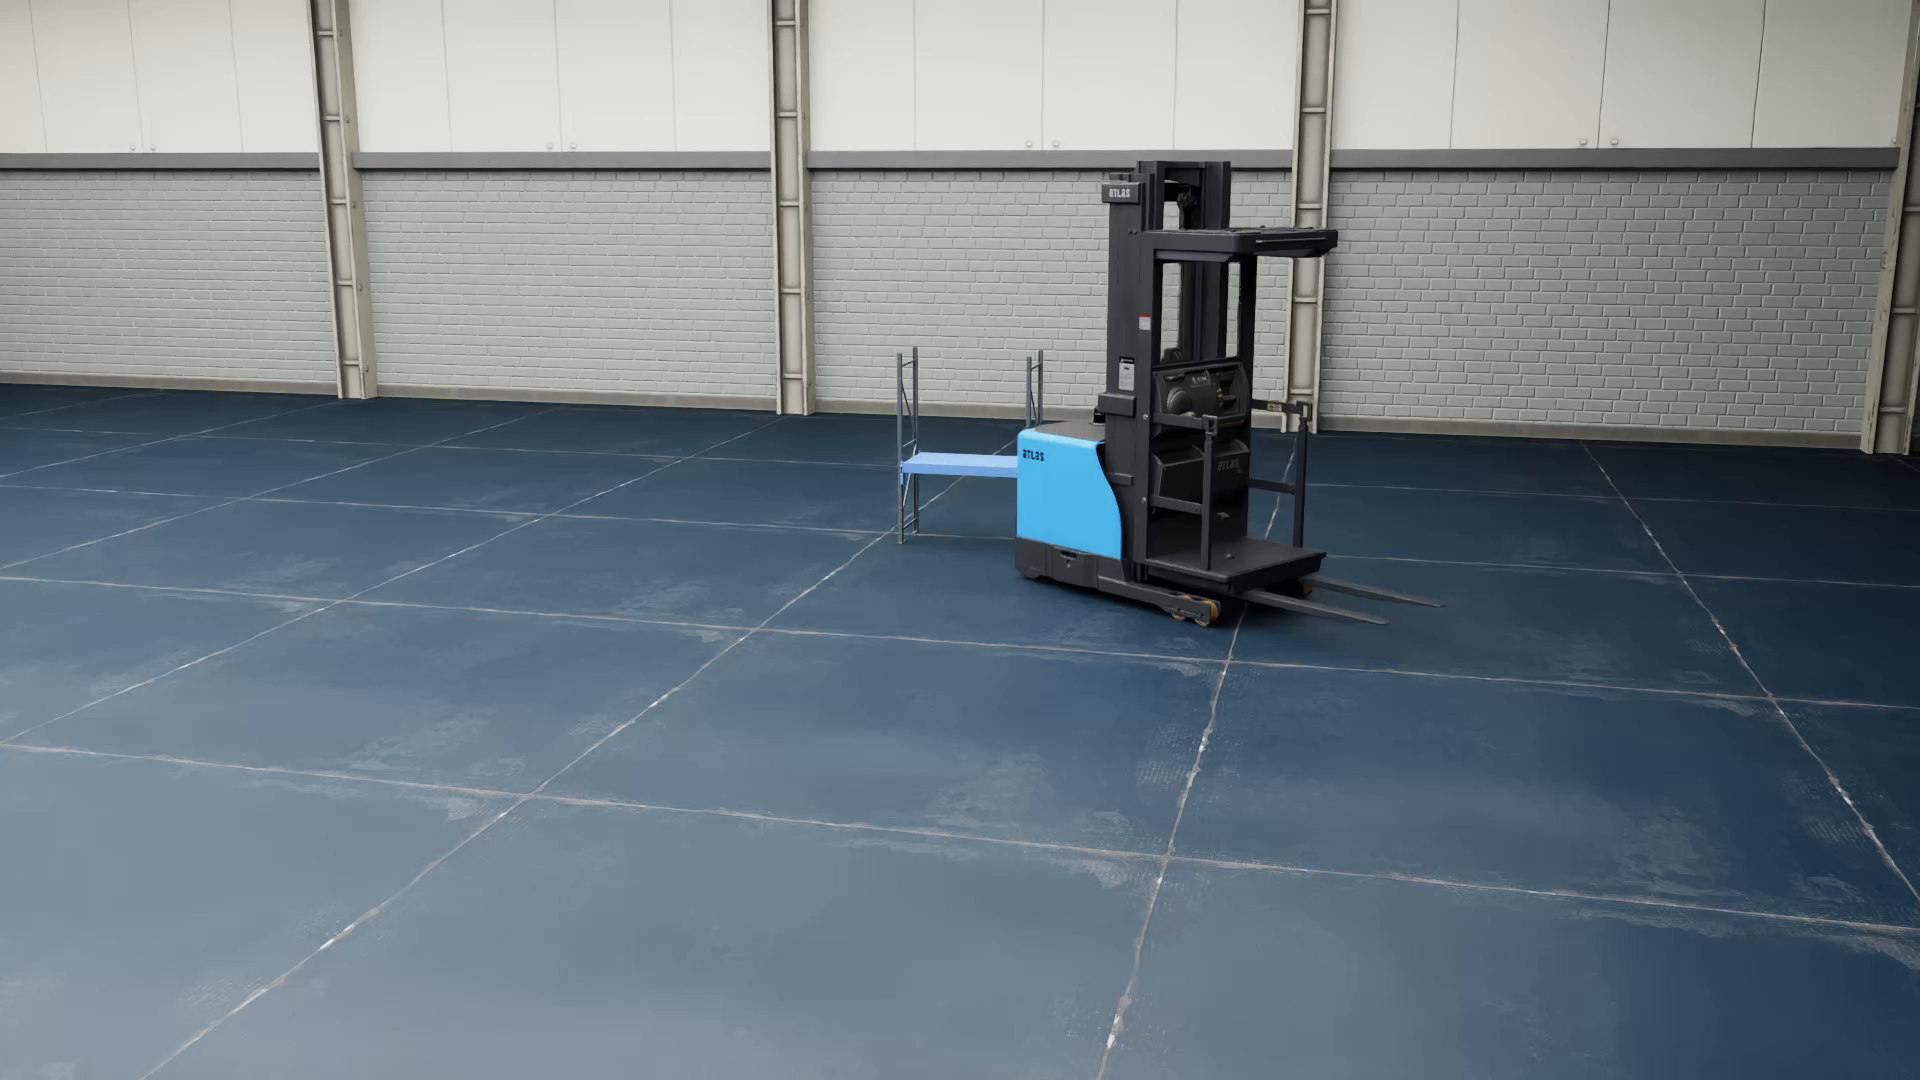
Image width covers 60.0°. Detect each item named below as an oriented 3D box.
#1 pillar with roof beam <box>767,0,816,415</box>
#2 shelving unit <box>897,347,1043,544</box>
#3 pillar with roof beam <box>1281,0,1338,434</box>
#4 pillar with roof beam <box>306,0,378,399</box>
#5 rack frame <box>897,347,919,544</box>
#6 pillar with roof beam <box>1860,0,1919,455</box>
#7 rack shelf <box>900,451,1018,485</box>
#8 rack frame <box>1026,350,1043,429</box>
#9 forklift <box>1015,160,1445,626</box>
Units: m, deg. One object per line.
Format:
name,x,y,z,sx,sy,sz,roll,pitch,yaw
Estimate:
pillar with roof beam,-3.019,-5.033,15.142,0.400,9.000,9.100,3,13,14
shelving unit,0.083,-0.728,13.051,1.048,1.500,0.538,3,13,14
pillar with roof beam,2.806,-4.721,13.739,0.400,9.000,9.100,3,13,14
pillar with roof beam,-8.844,-5.344,16.545,0.400,9.000,9.100,3,13,14
rack frame,-0.411,-0.754,13.170,0.032,1.500,0.500,3,13,14
pillar with roof beam,8.631,-4.410,12.335,0.400,9.000,9.100,3,13,14
rack shelf,0.083,-0.552,13.090,1.000,0.185,0.538,3,13,14
rack frame,0.576,-0.701,12.932,0.032,1.500,0.500,3,13,14
forklift,1.763,-1.001,10.977,1.130,2.935,3.031,-11,17,-41
